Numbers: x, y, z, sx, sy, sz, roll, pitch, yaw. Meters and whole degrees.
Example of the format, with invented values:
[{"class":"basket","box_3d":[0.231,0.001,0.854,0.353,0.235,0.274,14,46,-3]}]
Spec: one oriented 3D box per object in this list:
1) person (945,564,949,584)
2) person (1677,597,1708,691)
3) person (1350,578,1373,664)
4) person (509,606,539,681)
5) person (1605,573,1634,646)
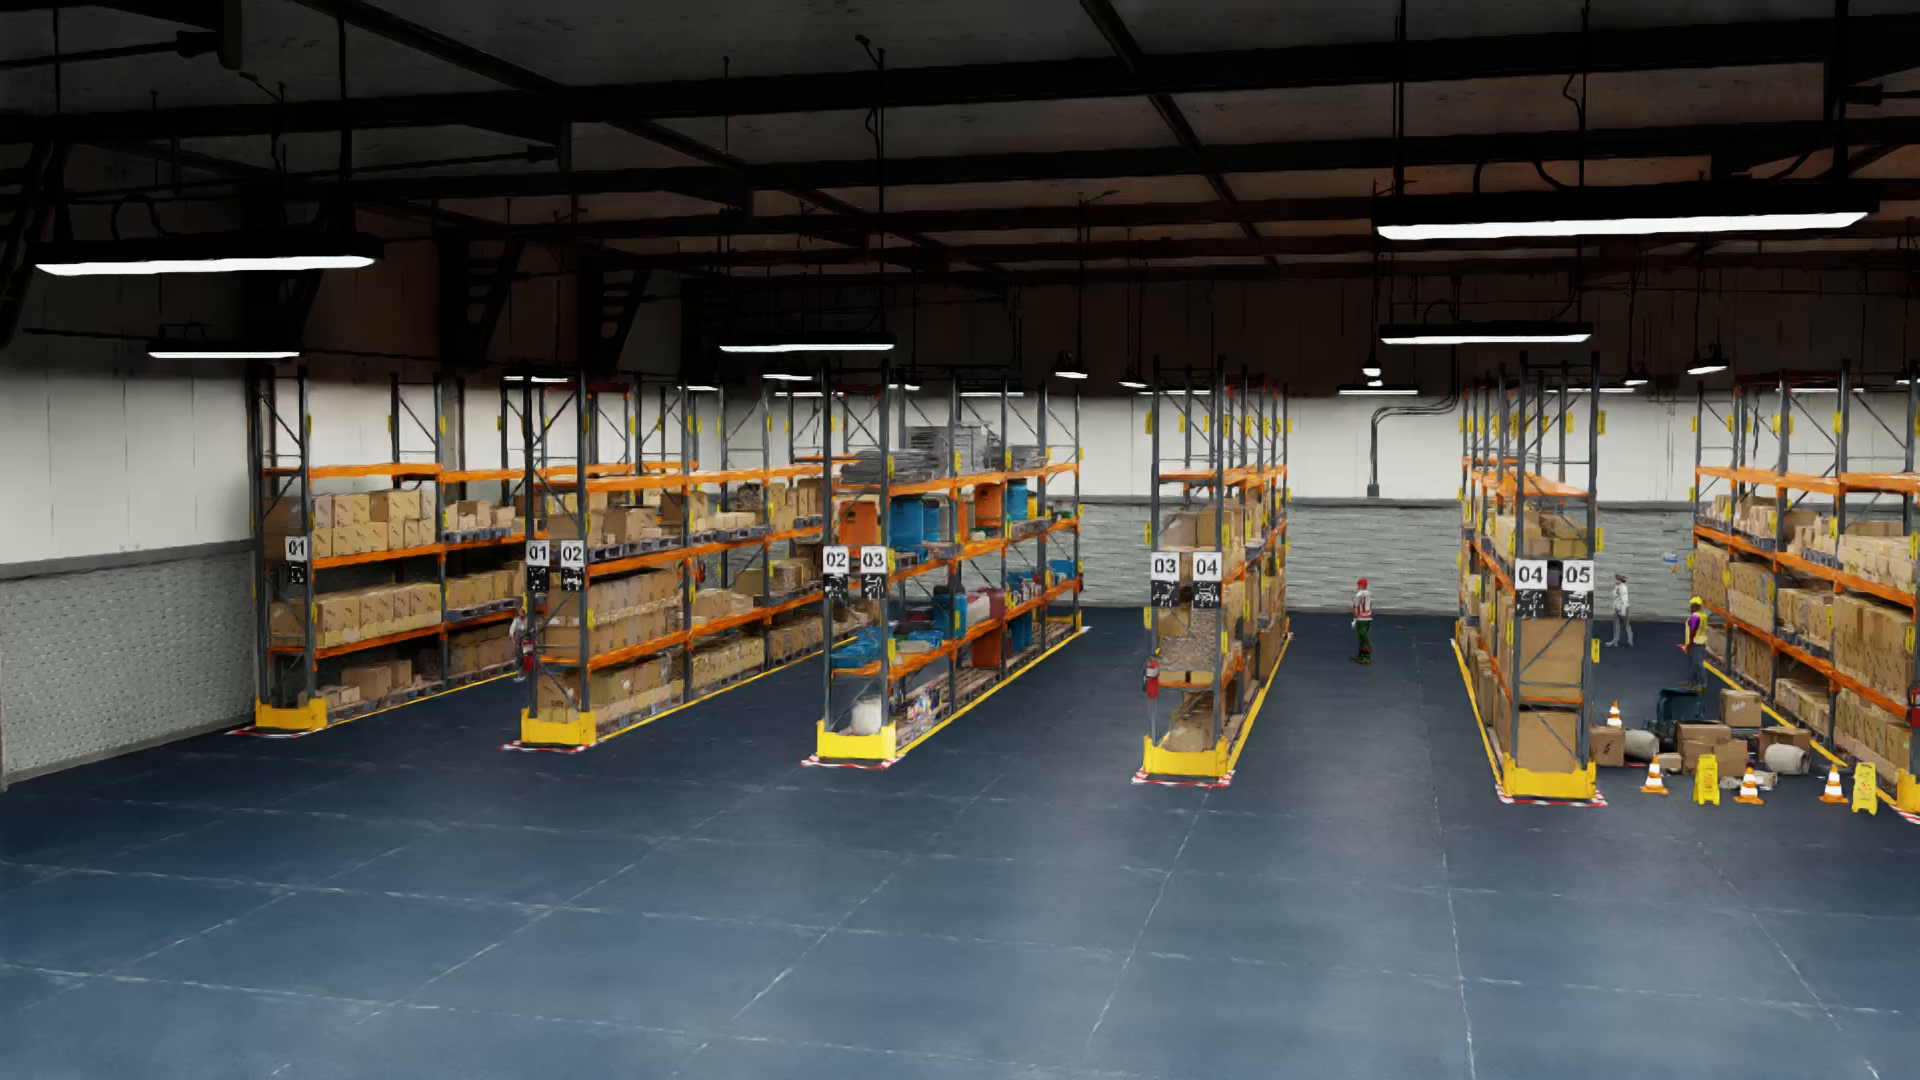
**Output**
[{"class":"person","box_3d":[-0.303,1.110,44.815,0.561,1.588,0.420,-4,6,-45]},{"class":"person","box_3d":[13.846,1.945,31.368,0.585,1.763,0.682,3,5,35]},{"class":"person","box_3d":[8.445,1.682,35.006,0.588,1.784,0.666,3,5,38]},{"class":"person","box_3d":[-8.410,2.010,32.150,0.562,1.527,0.782,0,4,-3]},{"class":"person","box_3d":[14.990,1.578,37.690,0.536,1.668,0.593,0,4,-4]}]
